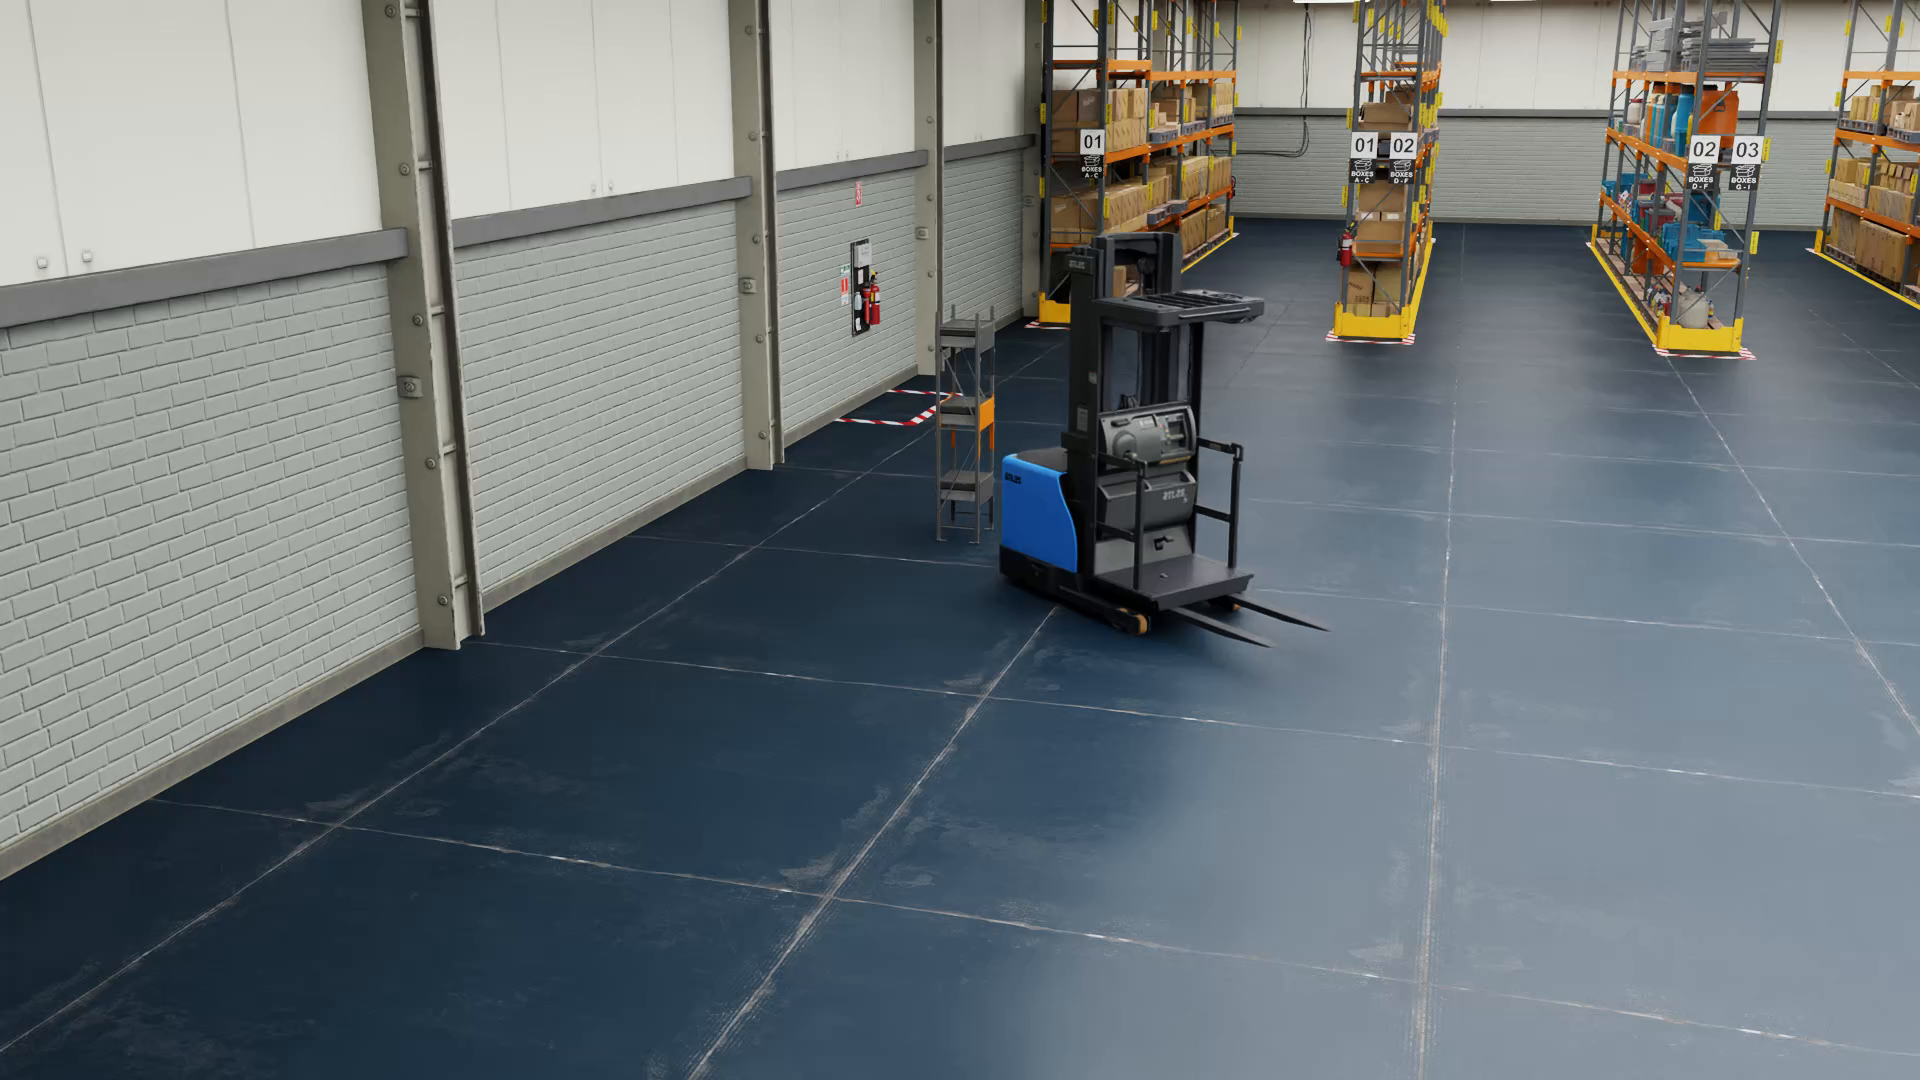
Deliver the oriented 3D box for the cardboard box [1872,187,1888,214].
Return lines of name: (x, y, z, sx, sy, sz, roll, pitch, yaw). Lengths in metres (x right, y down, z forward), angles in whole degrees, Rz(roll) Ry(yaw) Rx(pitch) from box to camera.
cardboard box: (19.055, -6.950, 34.073, 0.500, 0.500, 0.500, 5, 16, 16)

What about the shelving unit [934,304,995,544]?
shelving unit: (0.047, -1.053, 15.116, 0.431, 2.100, 0.503, 5, 16, 16)

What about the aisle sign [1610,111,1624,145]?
aisle sign: (15.691, -9.858, 39.743, 0.394, 0.787, 0.004, 5, 16, 16)

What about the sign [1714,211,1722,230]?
sign: (13.070, -5.513, 28.683, 0.100, 0.325, 0.005, 5, 16, 16)

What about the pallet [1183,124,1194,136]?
pallet: (4.316, -8.765, 35.504, 1.213, 0.211, 1.003, 5, 17, 18)

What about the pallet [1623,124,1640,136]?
pallet: (14.690, -8.658, 35.127, 1.213, 0.211, 1.003, 5, 16, 16)

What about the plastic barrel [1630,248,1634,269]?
plastic barrel: (13.880, -5.761, 33.854, 0.421, 0.512, 0.421, 0, 16, 0)

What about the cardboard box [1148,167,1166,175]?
cardboard box: (4.114, -7.720, 34.791, 0.380, 0.149, 0.250, 2, 16, 9)

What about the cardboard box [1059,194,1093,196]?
cardboard box: (1.993, -5.716, 28.770, 0.500, 0.500, 0.500, 5, 17, 17)

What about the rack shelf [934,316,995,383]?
rack shelf: (0.047, -1.714, 14.929, 0.431, 0.518, 0.480, 5, 16, 16)

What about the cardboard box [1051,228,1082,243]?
cardboard box: (1.857, -5.222, 28.402, 0.500, 0.250, 0.500, 5, 17, 17)

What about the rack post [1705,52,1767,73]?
rack post: (11.746, -7.213, 25.104, 0.937, 0.300, 0.954, 7, 17, 22)

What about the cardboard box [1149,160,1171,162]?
cardboard box: (4.363, -8.210, 36.558, 0.500, 0.250, 0.500, 4, 16, 14)

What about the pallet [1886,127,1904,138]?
pallet: (19.354, -8.242, 33.664, 0.805, 0.209, 1.217, 4, 16, 14)

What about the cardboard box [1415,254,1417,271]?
cardboard box: (8.447, -5.315, 31.732, 0.500, 0.311, 0.500, 4, 16, 14)

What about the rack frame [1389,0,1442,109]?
rack frame: (10.071, -10.790, 36.800, 1.000, 3.000, 0.127, 5, 16, 16)

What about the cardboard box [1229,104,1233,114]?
cardboard box: (6.503, -10.742, 41.451, 0.500, 0.250, 0.500, 5, 17, 18)

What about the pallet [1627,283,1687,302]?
pallet: (13.076, -4.613, 31.126, 1.003, 0.211, 1.213, 5, 16, 16)

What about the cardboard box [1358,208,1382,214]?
cardboard box: (6.732, -5.375, 27.330, 0.380, 0.149, 0.250, 4, 16, 15)

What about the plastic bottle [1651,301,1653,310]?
plastic bottle: (11.762, -3.990, 28.143, 0.097, 0.201, 0.097, 0, 16, 0)

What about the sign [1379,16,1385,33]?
sign: (8.411, -10.270, 33.111, 0.100, 0.325, 0.005, 5, 16, 16)

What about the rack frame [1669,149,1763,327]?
rack frame: (11.409, -4.379, 25.192, 1.000, 3.000, 0.127, 5, 16, 16)

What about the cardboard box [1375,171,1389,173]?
cardboard box: (7.392, -6.103, 28.709, 0.700, 0.500, 0.500, 5, 16, 16)

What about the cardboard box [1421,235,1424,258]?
cardboard box: (9.628, -6.231, 35.497, 0.500, 0.500, 0.500, 4, 16, 15)

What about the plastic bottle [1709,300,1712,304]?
plastic bottle: (12.305, -3.792, 27.293, 0.061, 0.283, 0.133, 5, 17, 17)

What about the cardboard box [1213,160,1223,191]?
cardboard box: (5.900, -8.953, 40.770, 0.980, 0.700, 0.700, 4, 16, 13)

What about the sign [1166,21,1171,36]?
sign: (4.795, -11.748, 38.176, 0.100, 0.325, 0.005, 5, 16, 16)

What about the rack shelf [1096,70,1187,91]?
rack shelf: (3.615, -9.065, 32.769, 1.077, 0.370, 4.000, 5, 16, 16)

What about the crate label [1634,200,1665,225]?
crate label: (13.141, -6.250, 31.724, 0.502, 0.435, 0.616, 5, 16, 16)

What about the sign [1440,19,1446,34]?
sign: (10.605, -11.274, 36.504, 0.100, 0.325, 0.005, 5, 16, 16)

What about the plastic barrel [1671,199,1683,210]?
plastic barrel: (13.359, -6.029, 30.761, 0.433, 0.535, 0.433, 0, 16, 0)

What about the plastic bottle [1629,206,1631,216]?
plastic bottle: (13.454, -6.615, 33.290, 0.061, 0.283, 0.133, 5, 16, 16)

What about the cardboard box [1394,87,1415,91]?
cardboard box: (9.064, -8.943, 33.770, 0.500, 0.500, 0.500, 5, 16, 16)

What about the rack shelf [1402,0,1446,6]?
rack shelf: (10.639, -12.566, 38.289, 1.077, 0.370, 4.000, 5, 16, 16)

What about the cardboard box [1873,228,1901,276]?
cardboard box: (18.908, -5.679, 32.900, 1.225, 0.875, 0.875, 5, 16, 16)

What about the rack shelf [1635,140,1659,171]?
rack shelf: (13.114, -7.046, 30.415, 1.077, 0.370, 4.000, 5, 16, 16)

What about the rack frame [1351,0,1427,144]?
rack frame: (6.661, -7.650, 25.731, 1.000, 3.000, 0.127, 5, 16, 16)

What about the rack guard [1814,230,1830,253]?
rack guard: (20.711, -6.985, 38.959, 1.175, 0.500, 0.348, 5, 16, 16)

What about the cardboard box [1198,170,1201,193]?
cardboard box: (5.144, -8.082, 37.483, 0.500, 0.500, 0.500, 5, 16, 16)

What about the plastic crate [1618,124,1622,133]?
plastic crate: (14.650, -8.994, 36.354, 0.450, 0.188, 0.662, 5, 16, 16)

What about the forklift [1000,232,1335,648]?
forklift: (1.596, -0.828, 12.798, 1.130, 2.935, 3.031, -11, 19, -34)

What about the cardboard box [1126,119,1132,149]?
cardboard box: (2.707, -7.132, 29.181, 0.500, 0.500, 0.500, 6, 17, 19)

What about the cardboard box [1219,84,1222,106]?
cardboard box: (5.932, -10.568, 39.464, 0.500, 0.500, 0.500, 4, 16, 15)

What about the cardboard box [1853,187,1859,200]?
cardboard box: (19.586, -7.477, 35.843, 0.500, 0.250, 0.500, 5, 17, 18)

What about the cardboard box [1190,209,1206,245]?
cardboard box: (5.260, -7.275, 38.570, 0.750, 0.750, 0.750, 5, 17, 17)

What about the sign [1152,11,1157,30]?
sign: (3.562, -9.521, 30.468, 0.100, 0.325, 0.005, 5, 16, 16)

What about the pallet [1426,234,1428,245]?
pallet: (10.960, -7.380, 40.883, 1.003, 0.211, 1.213, 5, 16, 16)

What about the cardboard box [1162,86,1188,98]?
cardboard box: (4.802, -9.985, 37.095, 0.500, 0.250, 0.500, 4, 16, 14)

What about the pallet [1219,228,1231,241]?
pallet: (6.305, -7.776, 42.280, 1.003, 0.211, 1.213, 5, 16, 16)

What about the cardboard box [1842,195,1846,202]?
cardboard box: (19.851, -7.590, 36.974, 0.380, 0.149, 0.250, 4, 16, 14)
